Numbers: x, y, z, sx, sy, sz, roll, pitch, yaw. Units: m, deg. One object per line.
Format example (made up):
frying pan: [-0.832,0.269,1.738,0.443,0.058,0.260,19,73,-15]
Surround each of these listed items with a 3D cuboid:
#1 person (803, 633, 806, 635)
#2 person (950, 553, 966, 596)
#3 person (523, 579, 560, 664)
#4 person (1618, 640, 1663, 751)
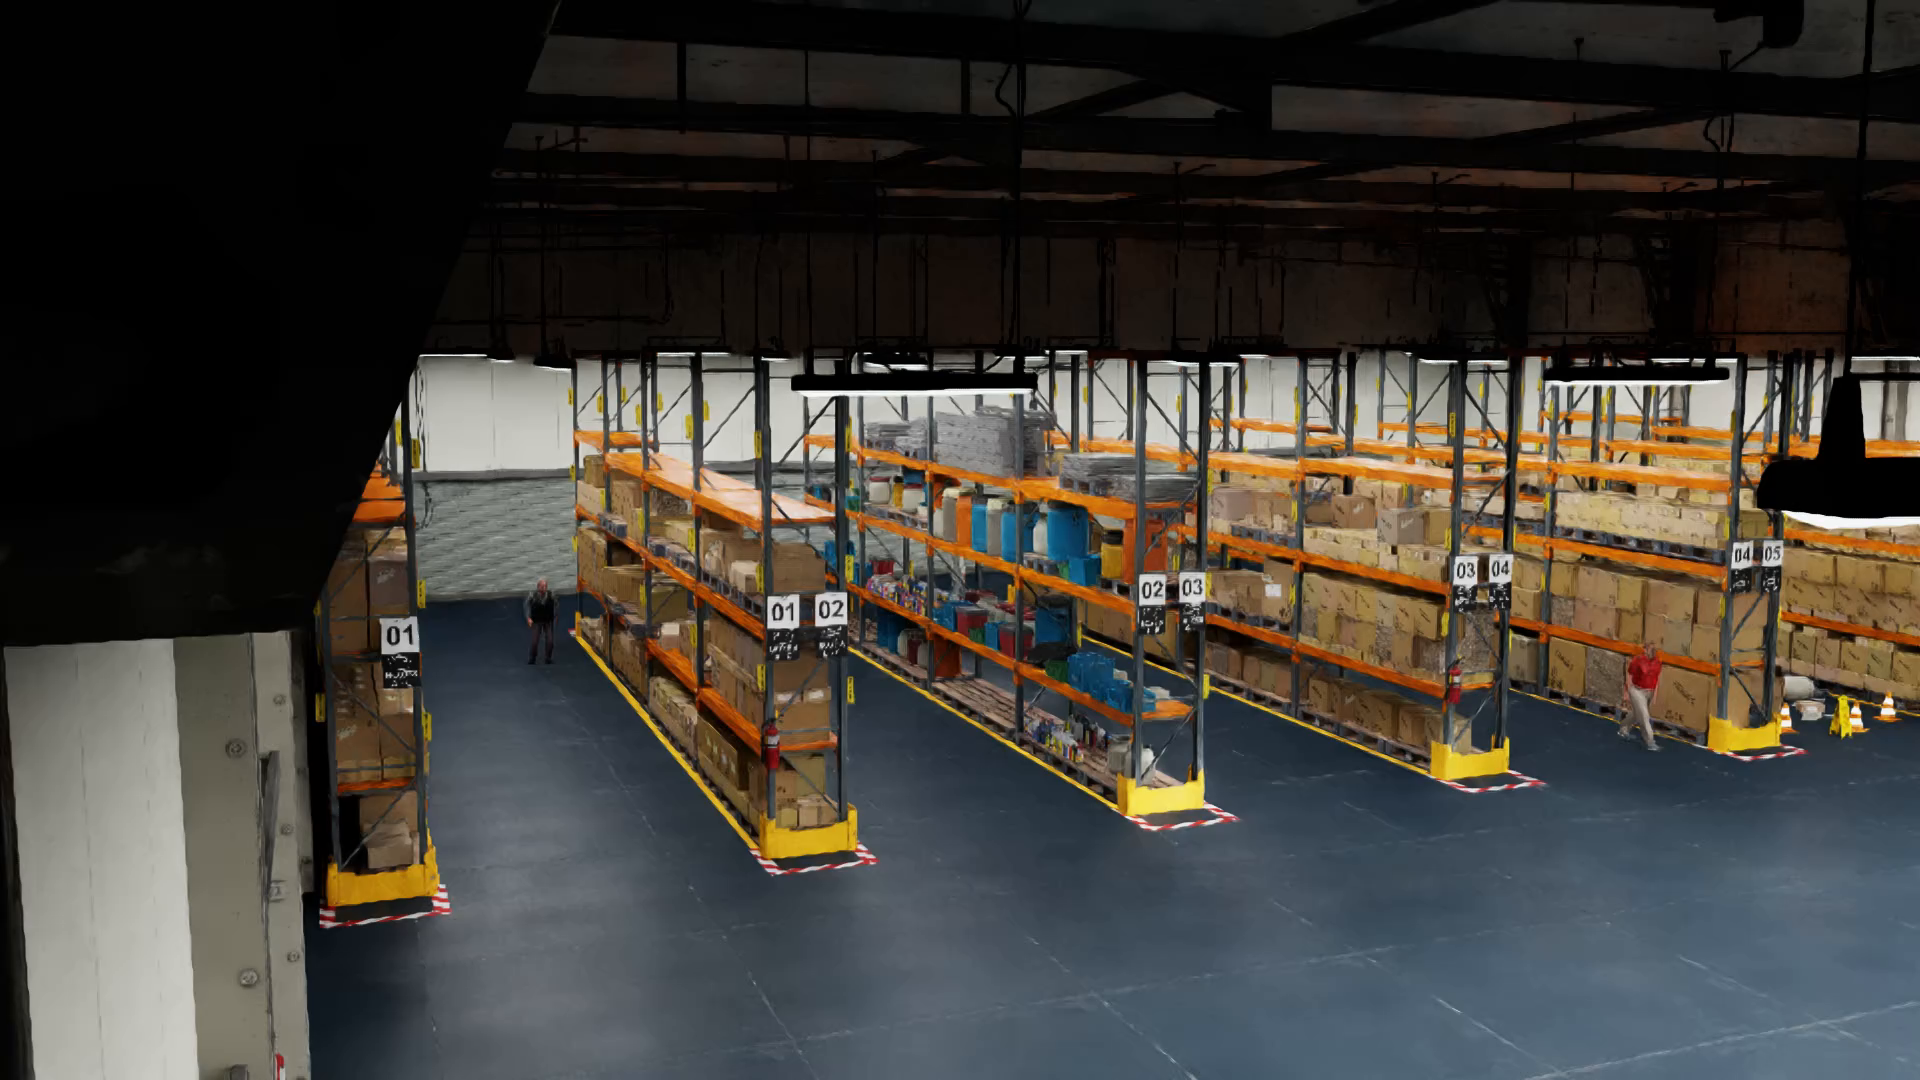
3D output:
person: [-2.999,1.788,30.120,0.456,1.587,1.088,-2,7,-18]
person: [-0.042,0.856,37.551,0.337,1.605,0.559,-4,8,-31]
person: [-7.999,1.556,31.838,0.677,1.674,0.529,-3,8,-23]
person: [10.497,2.338,25.469,0.540,1.646,1.130,-3,8,-23]
